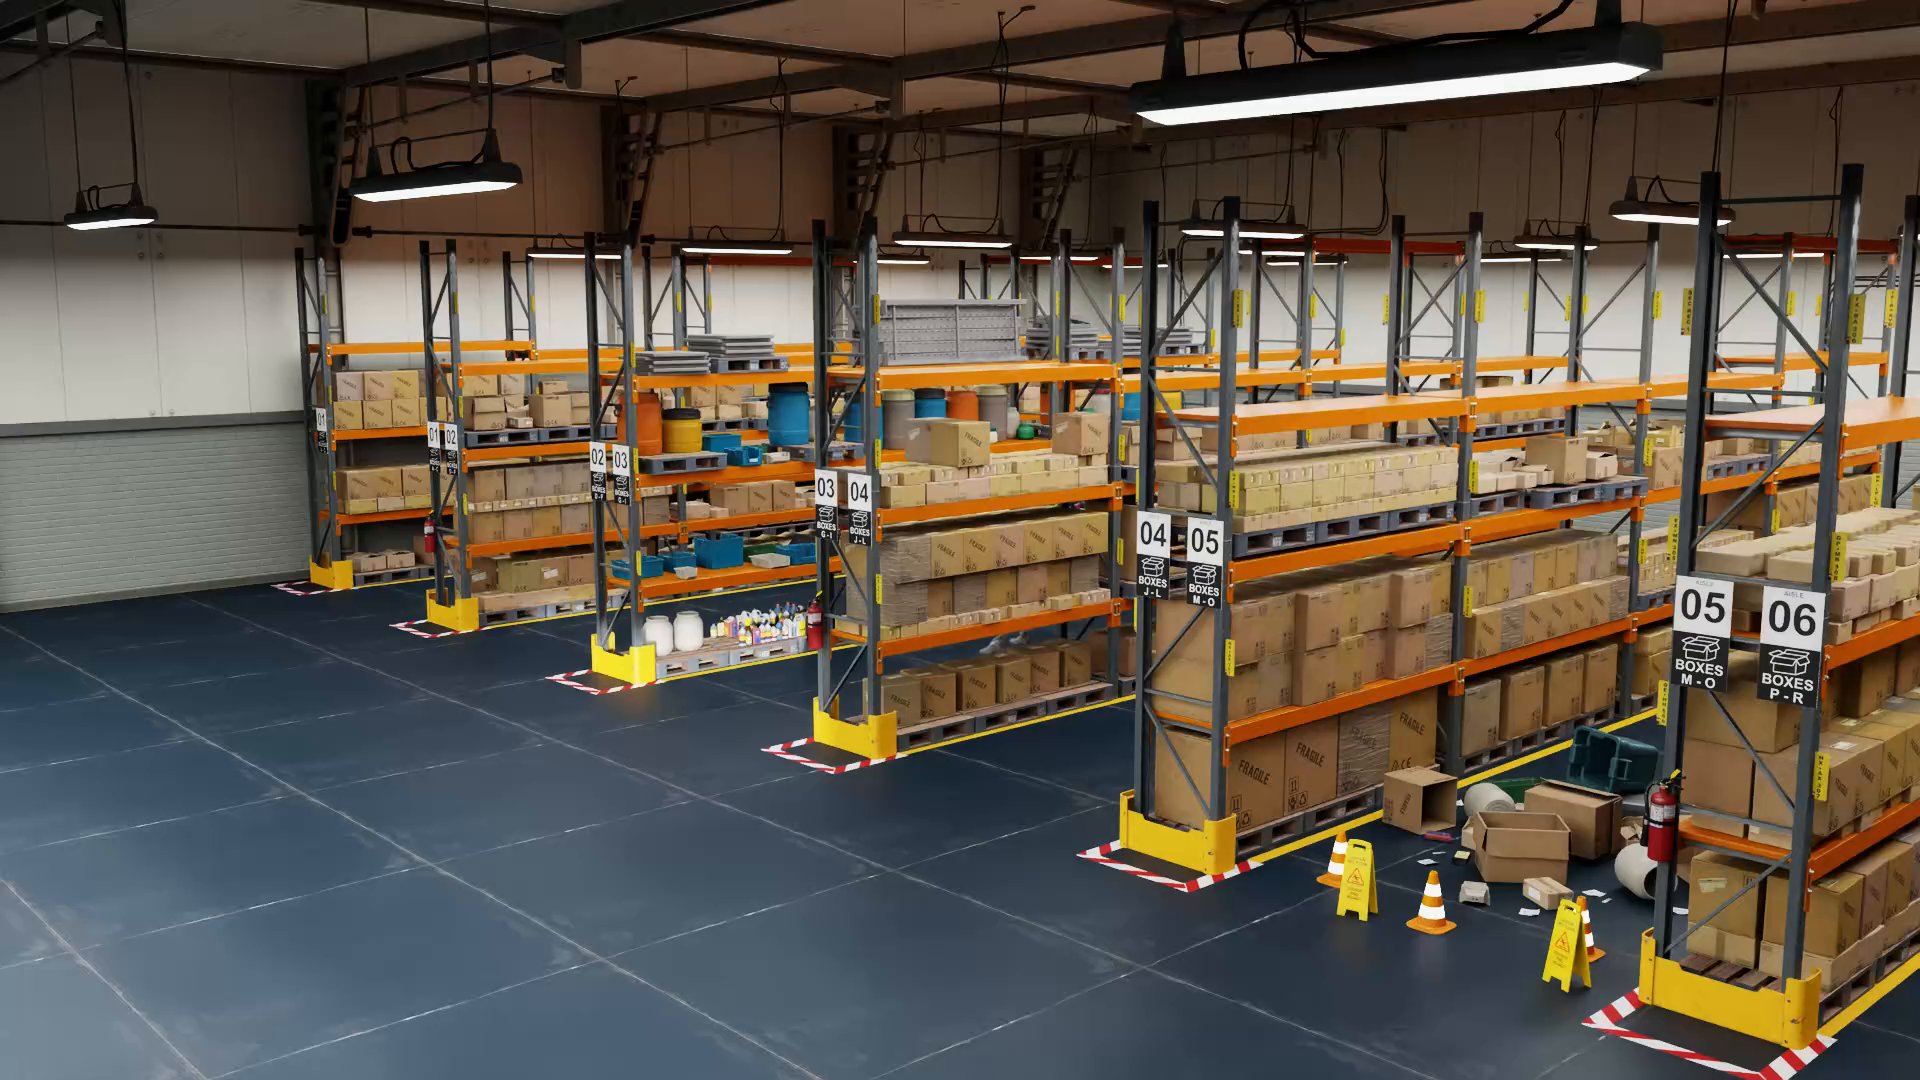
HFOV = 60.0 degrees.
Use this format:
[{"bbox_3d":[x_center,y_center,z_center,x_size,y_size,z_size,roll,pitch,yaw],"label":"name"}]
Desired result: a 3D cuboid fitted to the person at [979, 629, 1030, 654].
[{"bbox_3d":[0.622,0.646,22.941,0.762,1.776,0.748,-1,8,-7],"label":"person"}]
